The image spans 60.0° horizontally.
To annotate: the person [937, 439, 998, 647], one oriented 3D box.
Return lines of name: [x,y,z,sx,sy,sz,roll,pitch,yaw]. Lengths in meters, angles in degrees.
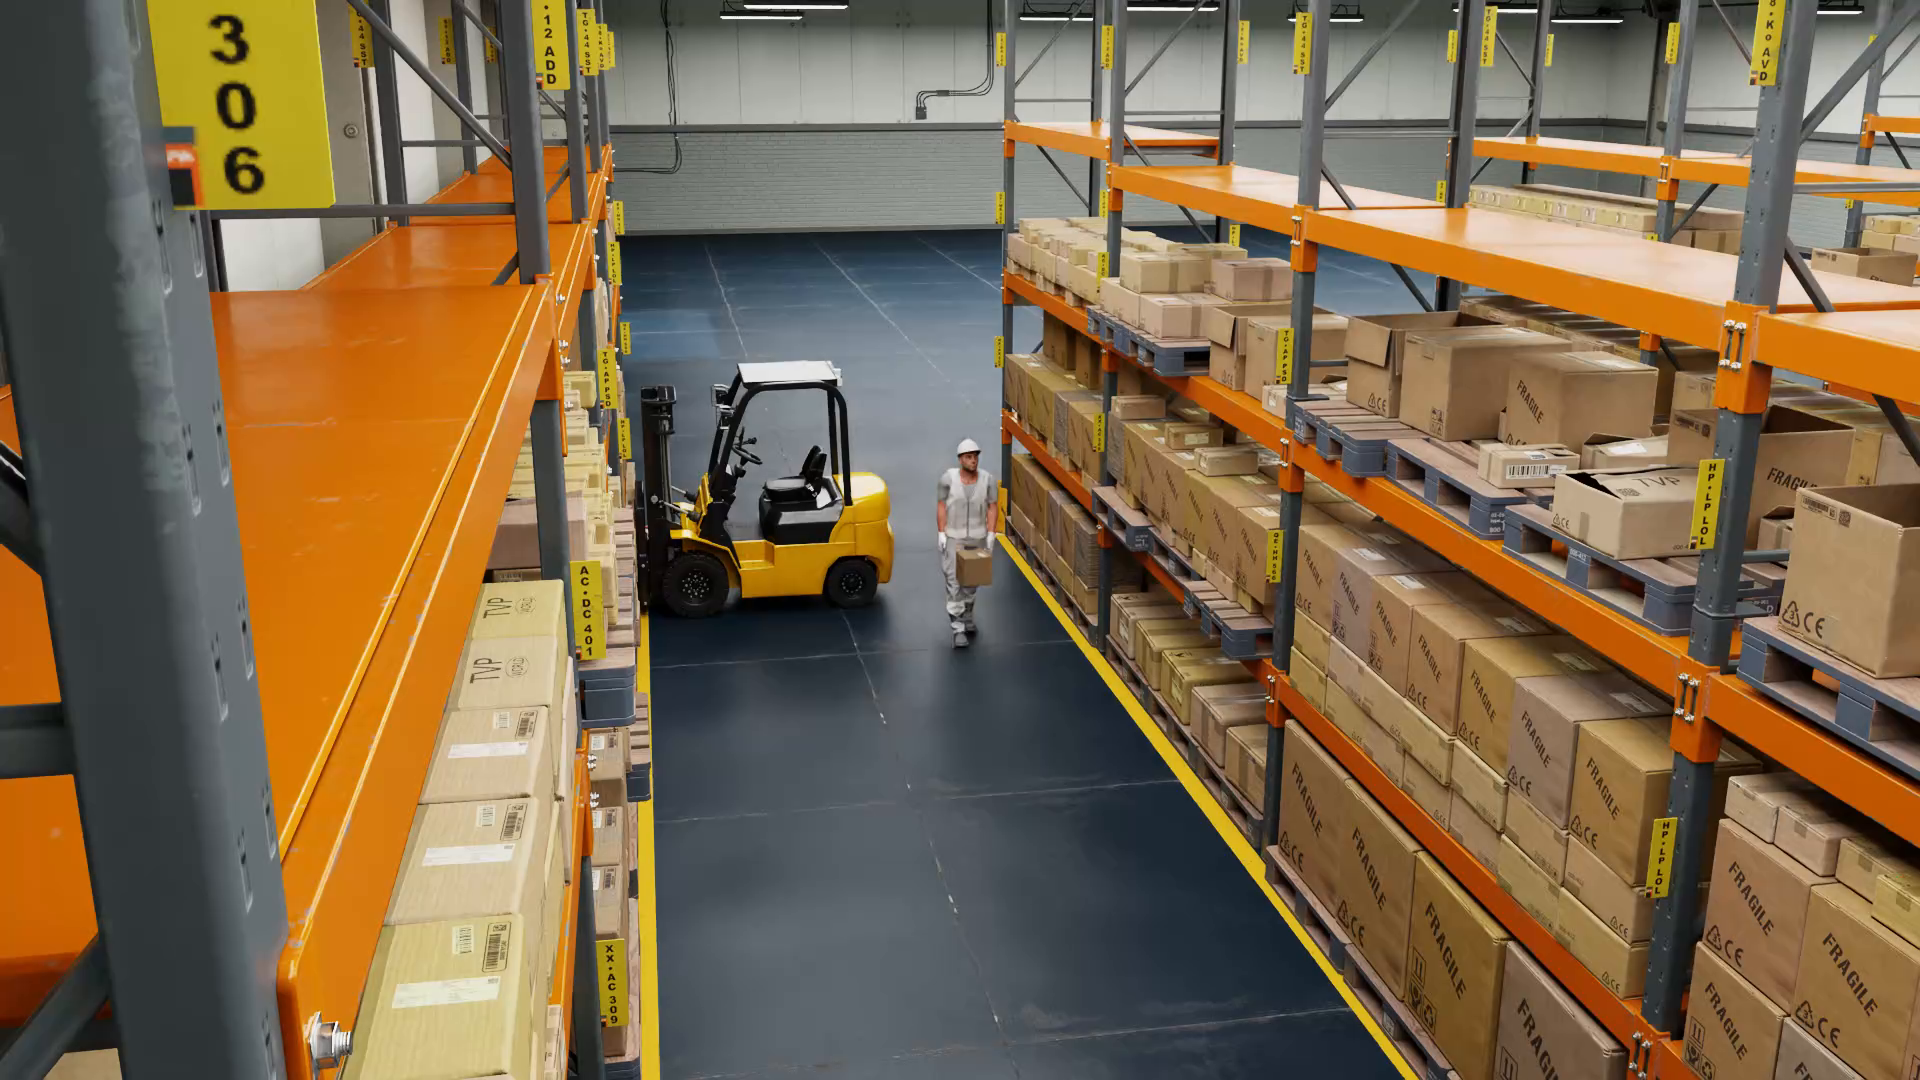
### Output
person: [0.087,0.004,14.438,0.544,1.772,0.762,-4,17,-12]
